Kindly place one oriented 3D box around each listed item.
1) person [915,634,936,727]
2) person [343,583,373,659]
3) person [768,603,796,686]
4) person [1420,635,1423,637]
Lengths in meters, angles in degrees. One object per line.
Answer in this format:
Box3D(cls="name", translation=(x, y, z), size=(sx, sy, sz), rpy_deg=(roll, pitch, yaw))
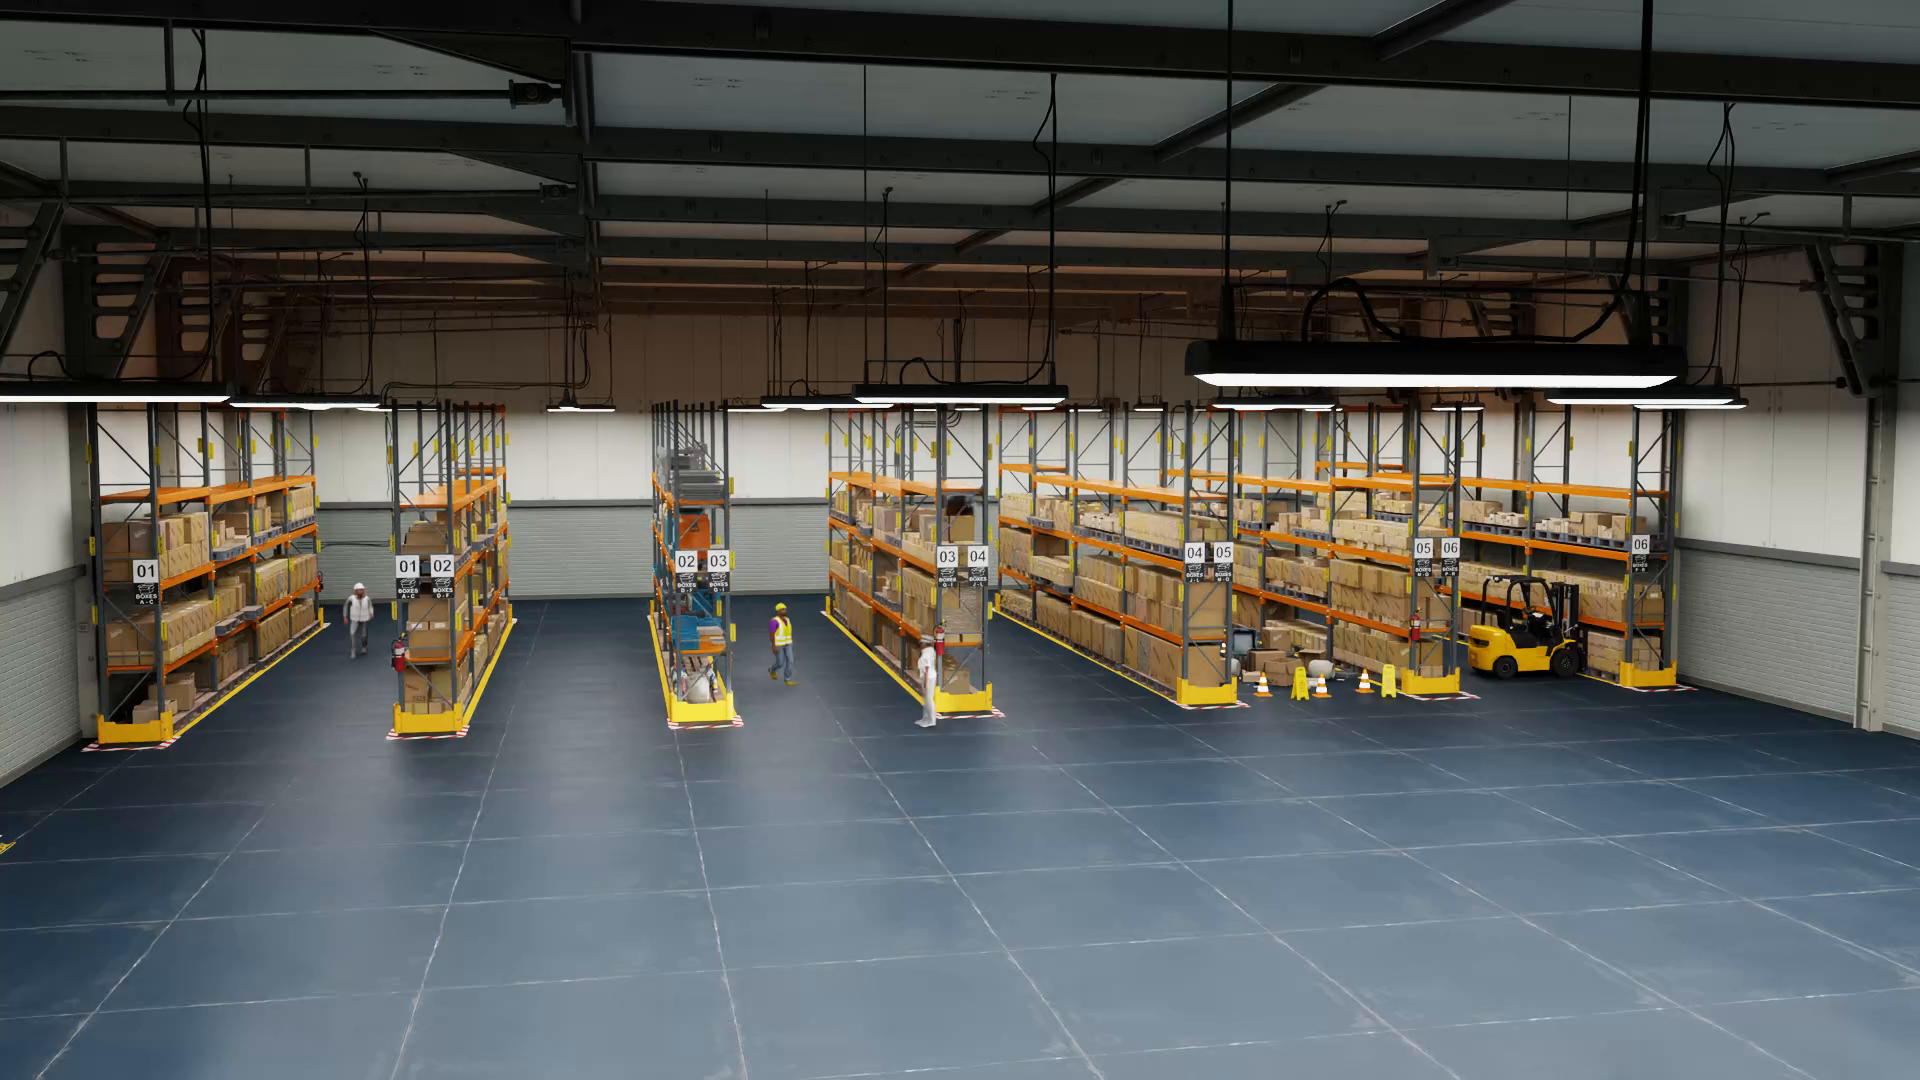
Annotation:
Box3D(cls="person", translation=(-0.633, 2.574, 30.536), size=(0.387, 1.694, 0.455), rpy_deg=(0, 4, 1))
Box3D(cls="person", translation=(-14.248, 1.897, 39.436), size=(0.723, 1.756, 0.983), rpy_deg=(-1, 4, -9))
Box3D(cls="person", translation=(-3.781, 2.202, 35.186), size=(0.618, 1.730, 0.734), rpy_deg=(-3, 5, -37))
Box3D(cls="person", translation=(10.709, 1.970, 38.788), size=(0.353, 1.699, 0.530), rpy_deg=(1, 4, 14))
